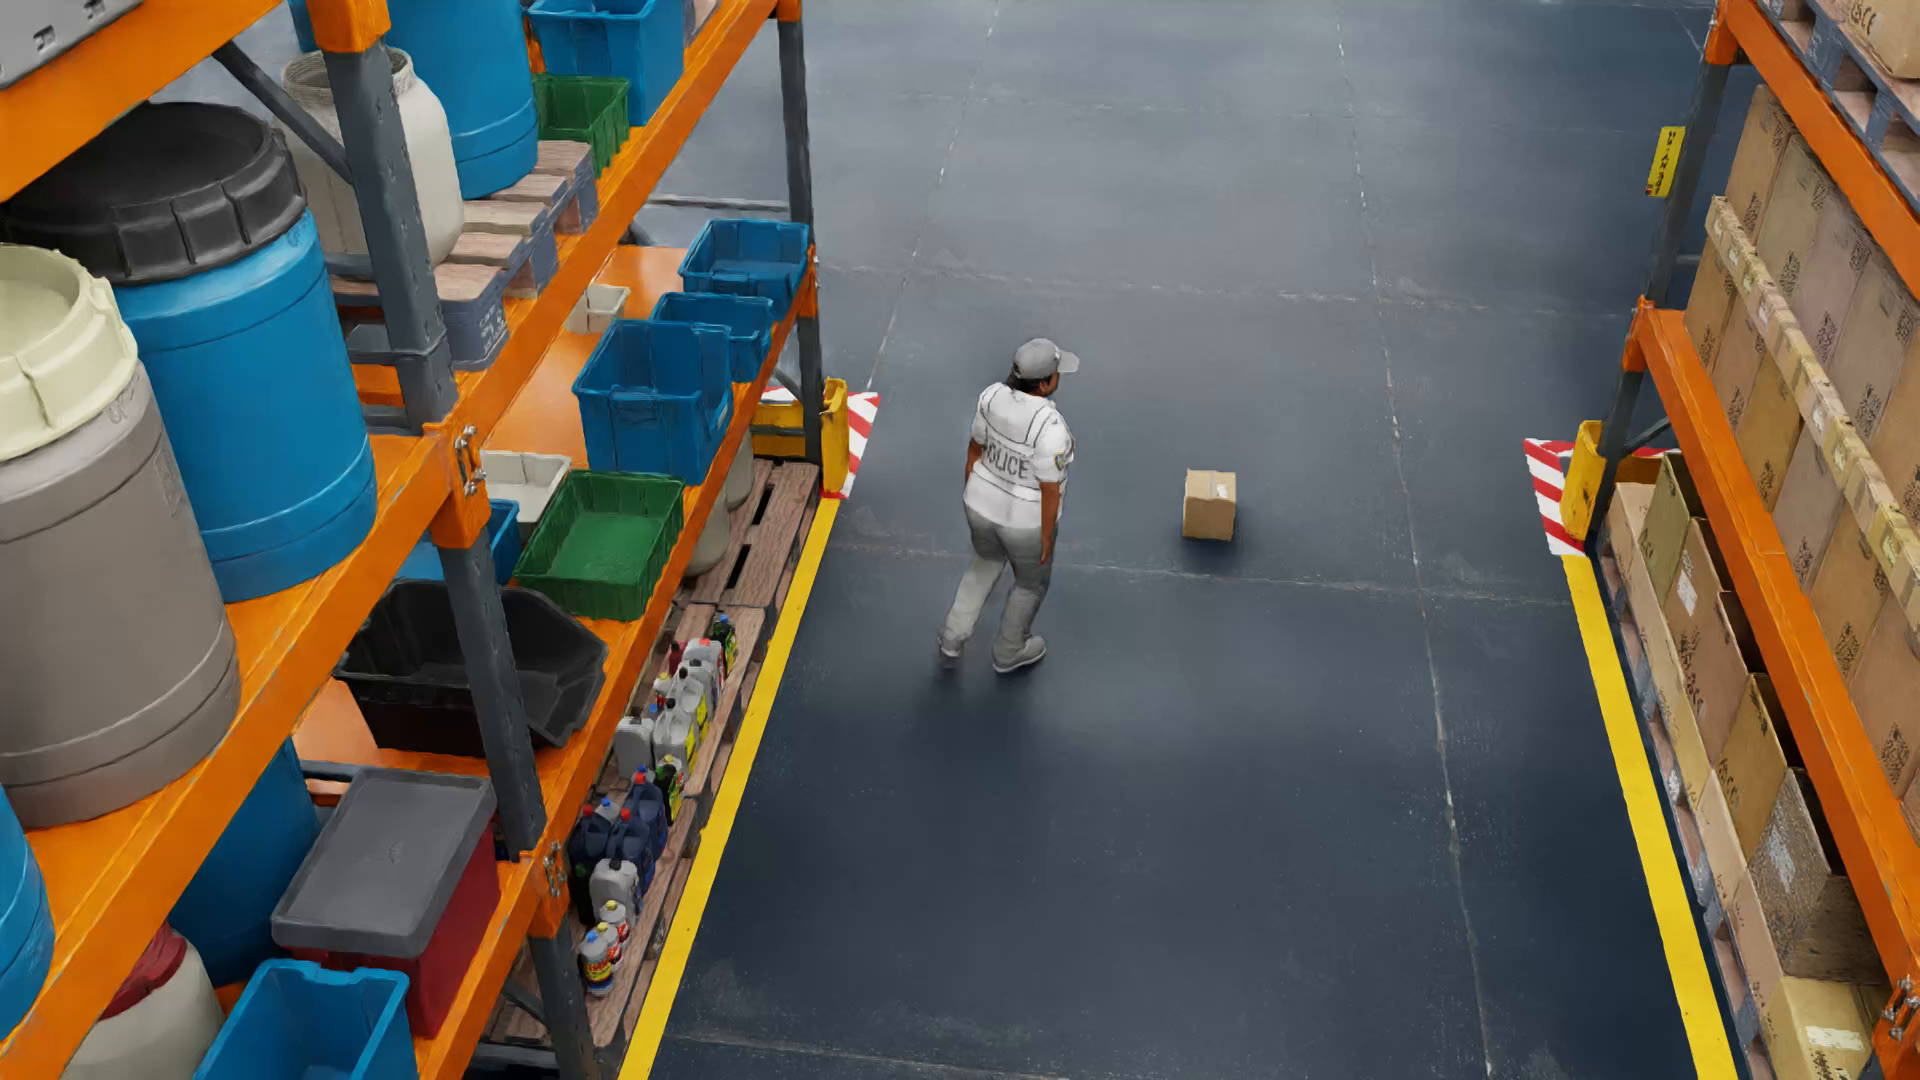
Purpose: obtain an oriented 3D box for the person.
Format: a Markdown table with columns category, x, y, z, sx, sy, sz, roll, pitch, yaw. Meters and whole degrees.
| category | x | y | z | sx | sy | sz | roll | pitch | yaw |
| --- | --- | --- | --- | --- | --- | --- | --- | --- | --- |
| person | 0.194 | -0.110 | 7.187 | 0.547 | 1.655 | 0.582 | 29 | 45 | 33 |
